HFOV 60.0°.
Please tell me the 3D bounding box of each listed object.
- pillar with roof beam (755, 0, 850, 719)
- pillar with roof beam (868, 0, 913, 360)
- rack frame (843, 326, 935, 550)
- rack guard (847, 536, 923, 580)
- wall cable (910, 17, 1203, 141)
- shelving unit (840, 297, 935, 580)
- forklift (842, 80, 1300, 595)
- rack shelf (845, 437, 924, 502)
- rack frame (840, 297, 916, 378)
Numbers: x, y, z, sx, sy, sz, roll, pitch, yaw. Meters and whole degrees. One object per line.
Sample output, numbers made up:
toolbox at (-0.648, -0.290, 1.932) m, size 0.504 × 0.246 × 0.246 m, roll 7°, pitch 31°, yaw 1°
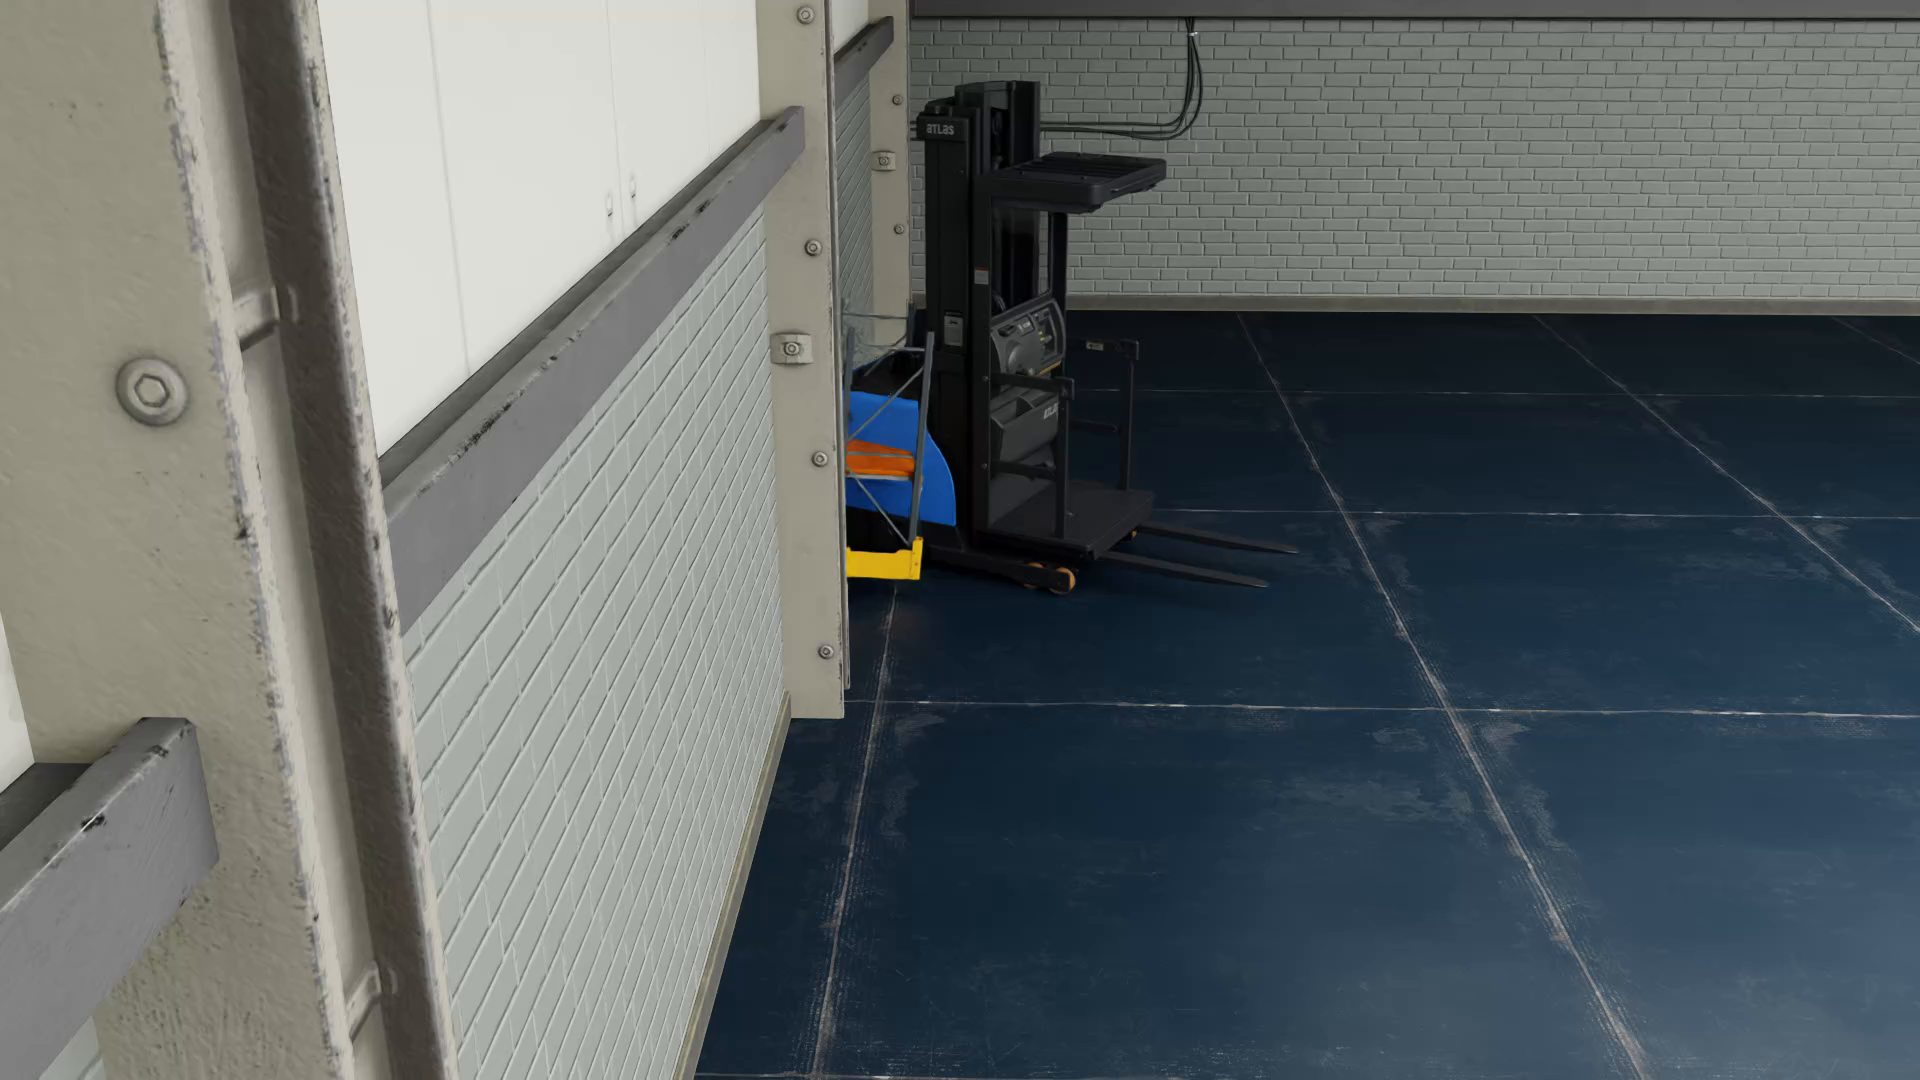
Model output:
pillar with roof beam at (3.548, -3.294, 7.079) m, size 9.100 × 9.000 × 0.400 m, roll 1°, pitch 21°, yaw 2°
pillar with roof beam at (3.730, -5.463, 12.670) m, size 9.100 × 9.000 × 0.400 m, roll 1°, pitch 21°, yaw 2°
rack frame at (-0.466, -0.498, 9.800) m, size 0.500 × 1.500 × 0.032 m, roll 3°, pitch 17°, yaw -9°
rack guard at (-0.525, 0.096, 9.984) m, size 0.587 × 0.250 × 0.087 m, roll 3°, pitch 17°, yaw -9°
wall cable at (0.839, -5.114, 16.061) m, size 3.097 × 2.526 × 0.112 m, roll 1°, pitch 21°, yaw 2°
shelving unit at (-0.531, -0.650, 10.271) m, size 0.587 × 1.500 × 1.083 m, roll 3°, pitch 17°, yaw -9°
forklift at (0.607, -1.248, 10.194) m, size 3.031 × 2.935 × 1.130 m, roll 11°, pitch 24°, yaw 26°
rack shelf at (-0.549, -0.482, 10.333) m, size 0.538 × 0.185 × 1.000 m, roll 3°, pitch 17°, yaw -9°
rack frame at (-0.598, -0.807, 10.760) m, size 0.500 × 1.500 × 0.032 m, roll 3°, pitch 17°, yaw -9°
